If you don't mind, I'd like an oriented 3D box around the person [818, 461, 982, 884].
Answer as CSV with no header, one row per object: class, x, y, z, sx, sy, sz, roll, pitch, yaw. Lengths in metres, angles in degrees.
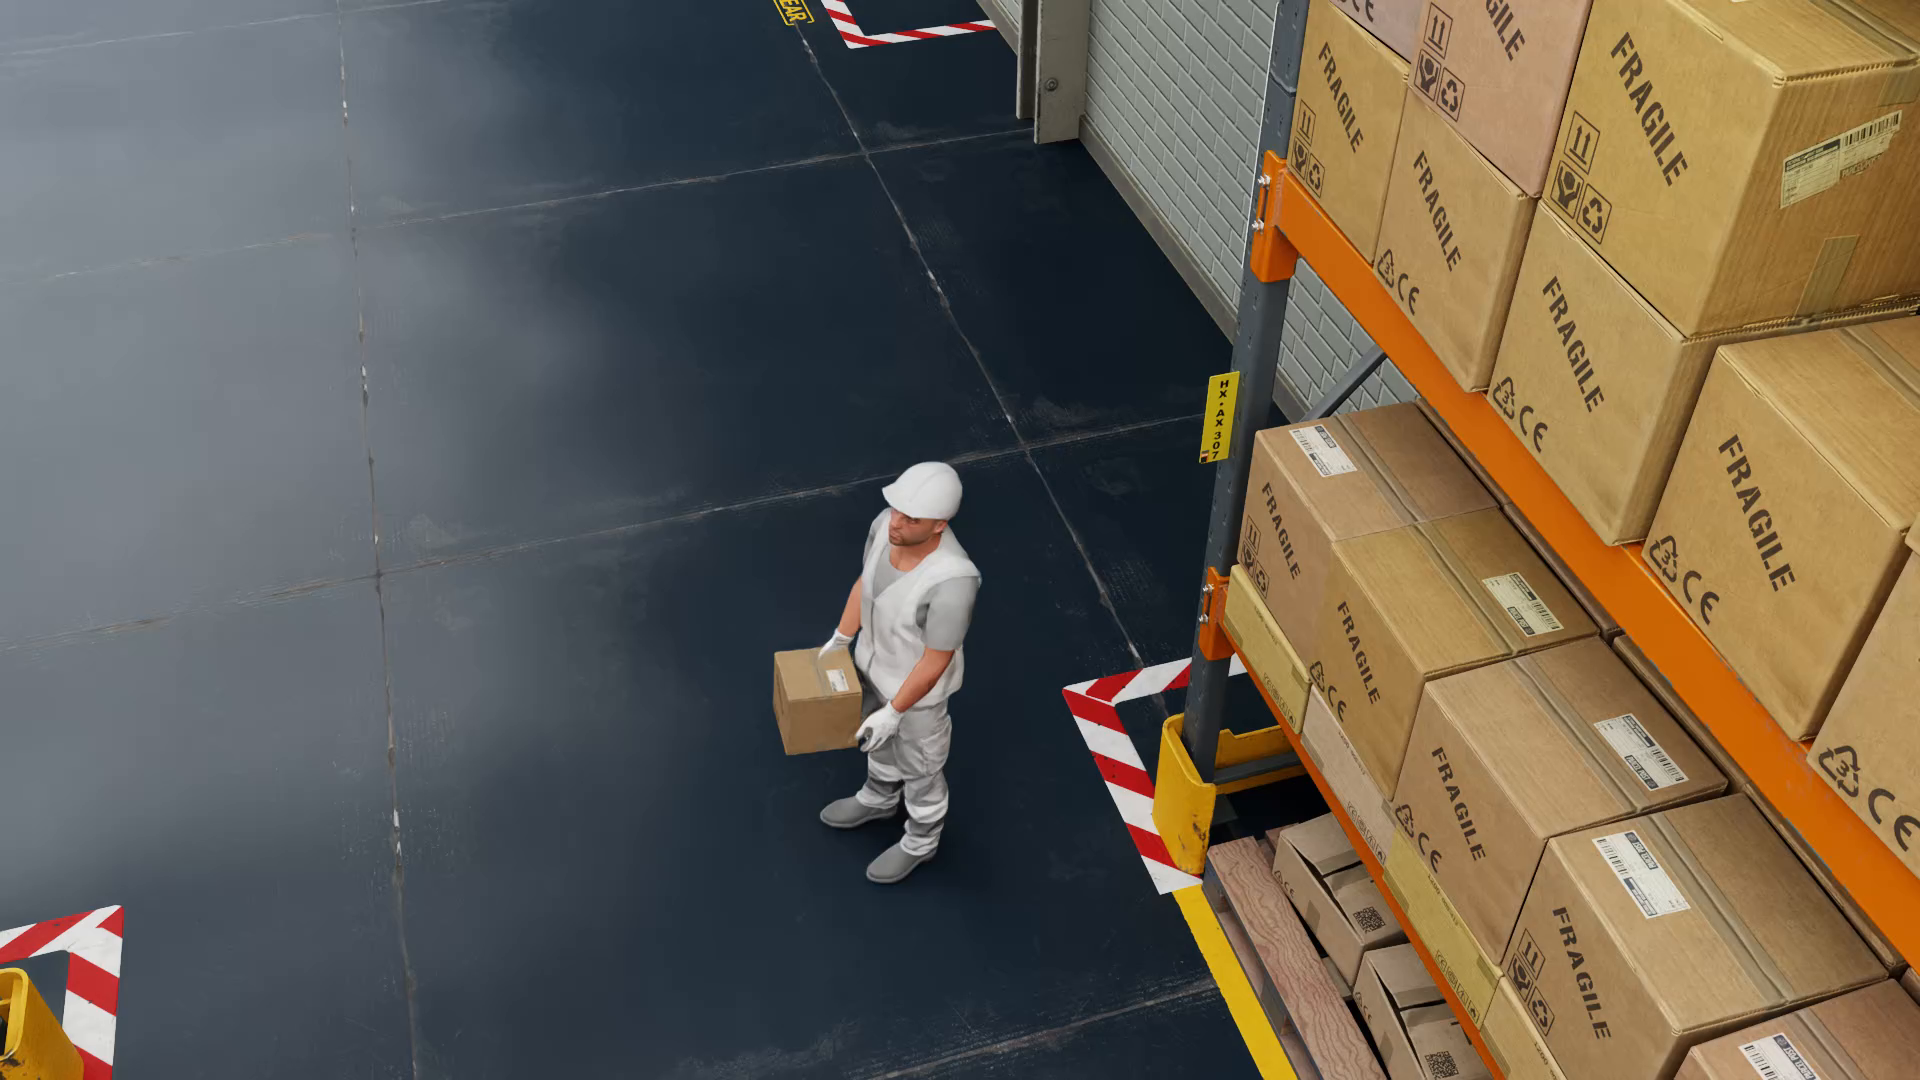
person,-0.227,0.464,5.611,0.480,1.794,0.561,-22,46,-23
